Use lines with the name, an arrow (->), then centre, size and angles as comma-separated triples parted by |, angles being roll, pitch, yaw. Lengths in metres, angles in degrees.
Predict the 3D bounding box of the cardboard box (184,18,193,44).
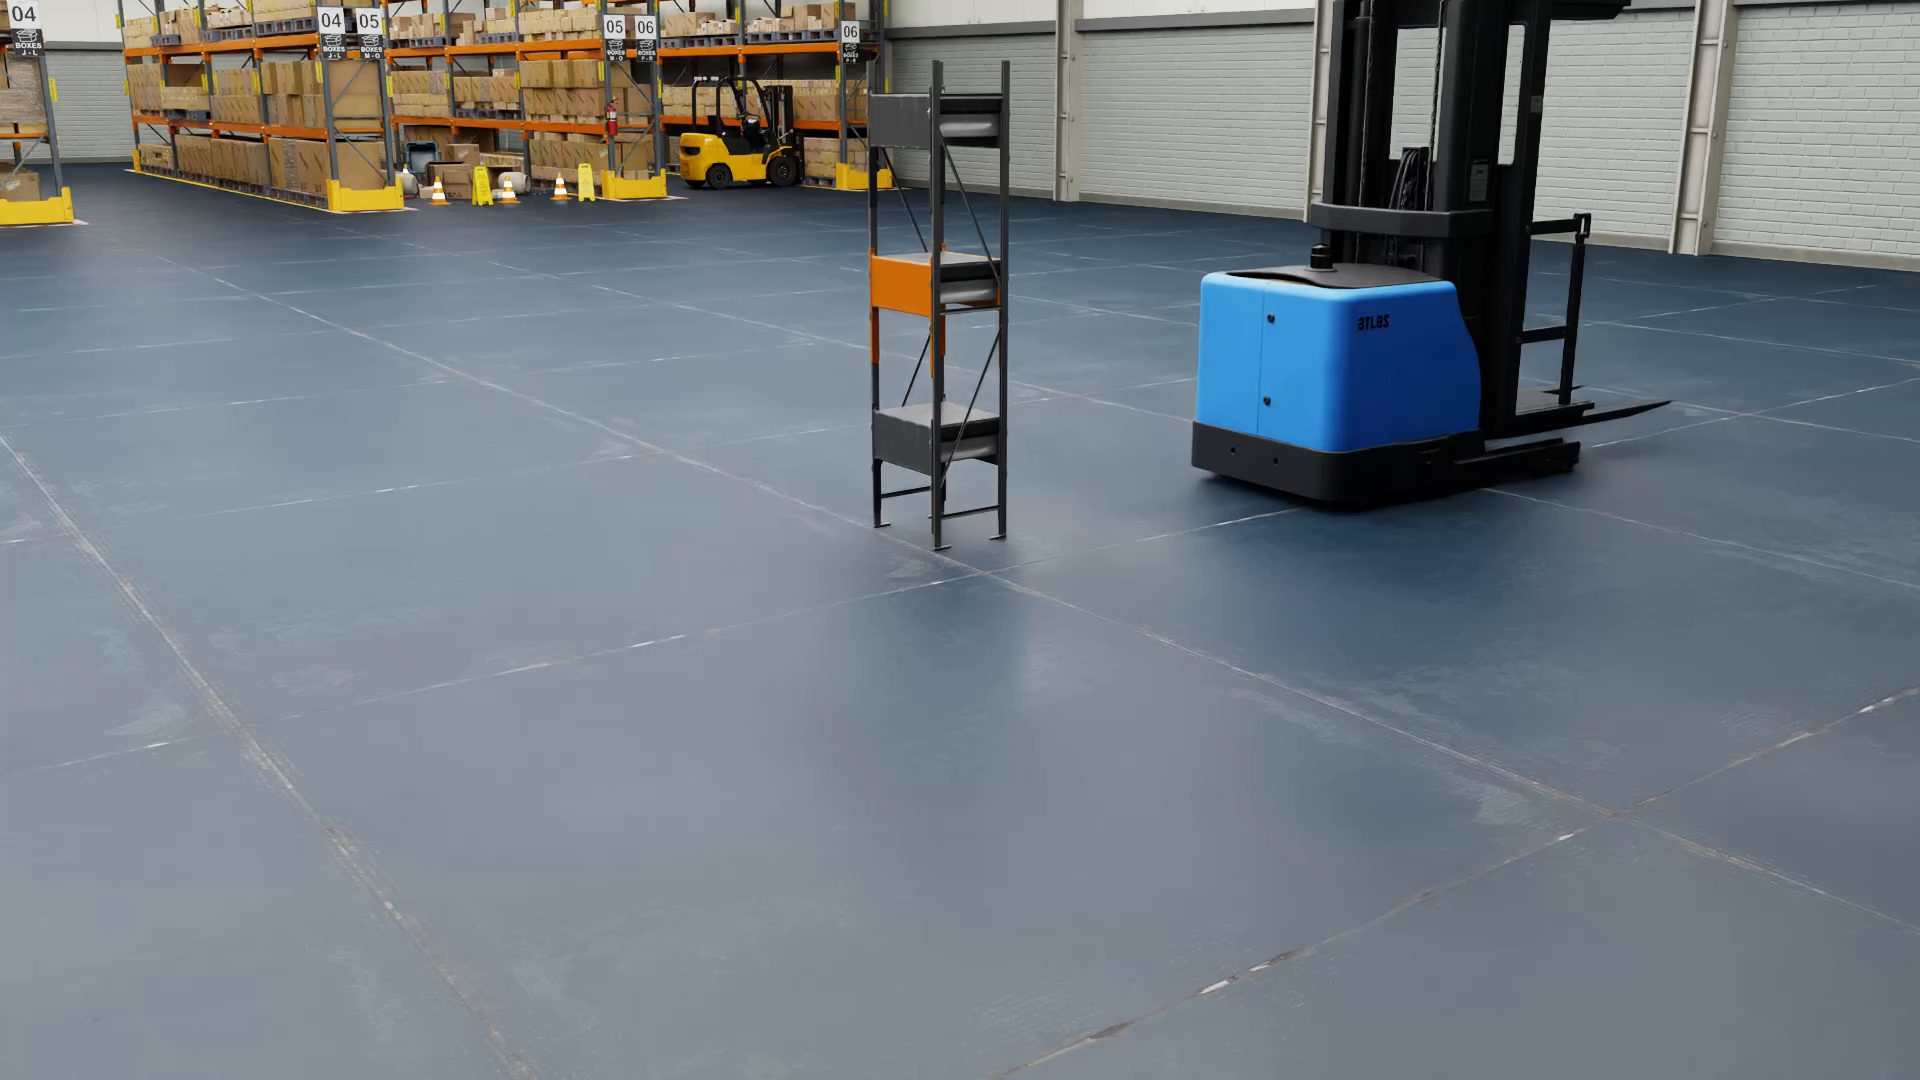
cardboard box -> -15.443, -10.350, 33.839 | 0.500, 0.500, 0.500 | -11, 19, -35

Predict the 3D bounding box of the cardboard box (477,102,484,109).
cardboard box -> -9.999, -9.209, 35.220 | 0.380, 0.149, 0.250 | -10, 18, -31

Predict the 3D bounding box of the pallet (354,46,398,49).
pallet -> -14.190, -12.153, 40.782 | 1.003, 0.211, 1.213 | -11, 19, -35

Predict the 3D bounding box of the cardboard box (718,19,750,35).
cardboard box -> -4.911, -11.146, 36.121 | 0.500, 0.311, 0.500 | -12, 19, -36

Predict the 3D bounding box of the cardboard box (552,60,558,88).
cardboard box -> -7.281, -8.829, 31.506 | 0.700, 0.500, 0.500 | -11, 19, -35

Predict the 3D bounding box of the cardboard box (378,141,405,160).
cardboard box -> -13.814, -9.621, 41.103 | 0.875, 0.438, 0.875 | -12, 19, -36

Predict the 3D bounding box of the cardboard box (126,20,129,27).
cardboard box -> -19.059, -11.953, 38.467 | 0.380, 0.149, 0.250 | -11, 19, -35

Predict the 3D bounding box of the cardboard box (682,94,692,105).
cardboard box -> -5.990, -10.044, 37.927 | 0.500, 0.250, 0.500 | -11, 19, -36

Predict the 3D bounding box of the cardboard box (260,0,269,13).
cardboard box -> -11.886, -9.327, 29.026 | 0.500, 0.250, 0.500 | -11, 19, -35

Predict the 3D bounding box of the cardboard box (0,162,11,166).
cardboard box -> -16.660, -6.207, 28.473 | 0.700, 0.500, 0.500 | -13, 20, -39

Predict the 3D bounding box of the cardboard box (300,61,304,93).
cardboard box -> -10.698, -7.882, 28.363 | 0.875, 0.550, 0.550 | -11, 19, -35

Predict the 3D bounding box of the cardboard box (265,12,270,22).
cardboard box -> -11.860, -9.098, 28.943 | 0.380, 0.149, 0.250 | -11, 19, -35

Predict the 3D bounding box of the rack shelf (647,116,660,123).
rack shelf -> -7.816, -10.309, 40.923 | 1.077, 0.370, 4.000 | -11, 19, -35

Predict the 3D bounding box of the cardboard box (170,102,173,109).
cardboard box -> -16.631, -9.282, 35.488 | 0.380, 0.149, 0.250 | -11, 19, -34

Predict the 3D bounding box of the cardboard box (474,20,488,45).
cardboard box -> -9.733, -10.633, 34.867 | 0.797, 0.503, 0.637 | -11, 19, -35

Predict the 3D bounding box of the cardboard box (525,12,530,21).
cardboard box -> -8.203, -10.145, 32.244 | 0.380, 0.149, 0.250 | -10, 18, -33

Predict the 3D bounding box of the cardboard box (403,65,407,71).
cardboard box -> -13.144, -11.315, 39.924 | 0.380, 0.149, 0.250 | -11, 19, -34

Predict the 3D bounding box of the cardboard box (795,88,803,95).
cardboard box -> -3.141, -9.183, 34.026 | 0.380, 0.149, 0.250 | -11, 19, -34

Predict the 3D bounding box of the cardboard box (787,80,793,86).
cardboard box -> -3.358, -9.452, 34.448 | 0.380, 0.149, 0.250 | -11, 19, -34

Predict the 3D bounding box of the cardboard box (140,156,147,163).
cardboard box -> -19.252, -9.042, 39.536 | 0.380, 0.149, 0.250 | -10, 18, -33

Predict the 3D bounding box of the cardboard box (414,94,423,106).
cardboard box -> -12.070, -10.017, 37.829 | 0.500, 0.250, 0.500 | -12, 19, -36

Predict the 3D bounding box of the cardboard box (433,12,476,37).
cardboard box -> -10.996, -11.214, 36.194 | 0.797, 0.503, 0.637 | -12, 20, -38

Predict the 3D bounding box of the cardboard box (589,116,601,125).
cardboard box -> -6.581, -7.712, 30.547 | 0.380, 0.149, 0.250 | -11, 19, -35

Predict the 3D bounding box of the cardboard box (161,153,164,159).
cardboard box -> -17.966, -8.742, 37.874 | 0.380, 0.149, 0.250 | -10, 18, -33

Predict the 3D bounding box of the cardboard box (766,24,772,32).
cardboard box -> -3.818, -10.644, 34.594 | 0.380, 0.149, 0.250 | -10, 18, -33

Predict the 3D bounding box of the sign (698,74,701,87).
sign -> -6.193, -10.875, 39.433 | 0.100, 0.325, 0.005 | -11, 19, -35

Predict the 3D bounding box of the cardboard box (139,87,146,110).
cardboard box -> -18.647, -10.212, 38.454 | 0.500, 0.500, 0.500 | -11, 19, -34

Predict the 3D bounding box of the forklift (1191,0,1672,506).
forklift -> 2.719, -1.857, 8.810 | 3.031, 2.935, 1.130 | -10, 18, -33

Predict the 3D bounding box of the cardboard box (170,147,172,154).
cardboard box -> -17.369, -8.672, 37.057 | 0.380, 0.149, 0.250 | -10, 18, -33

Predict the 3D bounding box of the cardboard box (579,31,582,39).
cardboard box -> -6.781, -9.283, 30.603 | 0.380, 0.149, 0.250 | -11, 19, -34

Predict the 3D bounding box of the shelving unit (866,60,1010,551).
shelving unit -> -0.097, -1.048, 7.428 | 0.431, 2.100, 0.503 | -11, 19, -35

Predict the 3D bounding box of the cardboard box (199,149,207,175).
cardboard box -> -15.498, -7.876, 34.611 | 0.500, 0.500, 0.500 | -10, 18, -32

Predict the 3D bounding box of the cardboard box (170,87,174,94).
cardboard box -> -16.476, -9.513, 35.205 | 0.380, 0.149, 0.250 | -11, 19, -35

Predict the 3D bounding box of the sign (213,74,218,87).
sign -> -16.502, -10.168, 36.850 | 0.100, 0.325, 0.005 | -11, 19, -35

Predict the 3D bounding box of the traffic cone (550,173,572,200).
traffic cone -> -7.245, -6.418, 30.148 | 0.336, 0.463, 0.334 | -11, 19, -35

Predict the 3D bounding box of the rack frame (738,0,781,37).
rack frame -> -4.288, -12.269, 35.355 | 1.000, 3.000, 0.127 | -11, 19, -35

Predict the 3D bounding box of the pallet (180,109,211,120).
pallet -> -15.794, -8.992, 35.111 | 1.003, 0.211, 1.213 | -11, 19, -35

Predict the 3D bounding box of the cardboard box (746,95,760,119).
cardboard box -> -4.238, -9.288, 35.640 | 0.500, 0.500, 0.500 | -12, 19, -36

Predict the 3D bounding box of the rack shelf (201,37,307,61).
rack shelf -> -13.421, -9.341, 31.703 | 1.077, 0.370, 4.000 | -11, 19, -35

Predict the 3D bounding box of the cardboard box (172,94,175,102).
cardboard box -> -16.470, -9.369, 35.241 | 0.380, 0.149, 0.250 | -10, 18, -32

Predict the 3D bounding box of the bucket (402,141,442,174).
bucket -> -10.300, -7.297, 31.876 | 0.726, 0.611, 0.620 | -4, 6, -15

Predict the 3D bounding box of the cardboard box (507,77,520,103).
cardboard box -> -8.758, -9.061, 33.452 | 0.500, 0.500, 0.500 | -11, 19, -36

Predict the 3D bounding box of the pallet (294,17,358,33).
pallet -> -10.338, -8.521, 27.511 | 1.003, 0.211, 1.213 | -11, 19, -35

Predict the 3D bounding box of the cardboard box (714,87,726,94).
cardboard box -> -5.198, -9.923, 36.731 | 0.380, 0.149, 0.250 | -12, 19, -36

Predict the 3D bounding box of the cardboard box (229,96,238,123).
cardboard box -> -13.663, -8.256, 31.869 | 0.500, 0.500, 0.500 | -11, 19, -35

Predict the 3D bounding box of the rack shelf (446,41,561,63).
rack shelf -> -9.477, -10.131, 34.589 | 1.077, 0.370, 4.000 | -11, 19, -35

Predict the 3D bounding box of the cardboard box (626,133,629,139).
cardboard box -> -7.995, -9.953, 40.970 | 0.380, 0.149, 0.250 | -11, 19, -34

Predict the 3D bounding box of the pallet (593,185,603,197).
pallet -> -6.443, -6.600, 31.290 | 1.003, 0.211, 1.213 | -11, 19, -35

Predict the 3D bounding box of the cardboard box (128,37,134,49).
cardboard box -> -18.938, -11.502, 38.521 | 0.500, 0.250, 0.500 | -10, 18, -33

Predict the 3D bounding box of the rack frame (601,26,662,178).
rack frame -> -5.949, -7.750, 30.209 | 1.000, 3.000, 0.127 | -11, 19, -35

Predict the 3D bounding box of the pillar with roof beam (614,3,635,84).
pillar with roof beam -> -12.154, -13.597, 40.210 | 9.100, 9.000, 0.400 | -11, 19, -35

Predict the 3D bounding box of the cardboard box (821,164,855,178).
cardboard box -> -2.468, -7.449, 33.522 | 0.500, 0.250, 0.500 | -11, 19, -34

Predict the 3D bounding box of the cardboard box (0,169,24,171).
cardboard box -> -15.050, -5.603, 26.306 | 0.500, 0.500, 0.500 | -9, 18, -29
